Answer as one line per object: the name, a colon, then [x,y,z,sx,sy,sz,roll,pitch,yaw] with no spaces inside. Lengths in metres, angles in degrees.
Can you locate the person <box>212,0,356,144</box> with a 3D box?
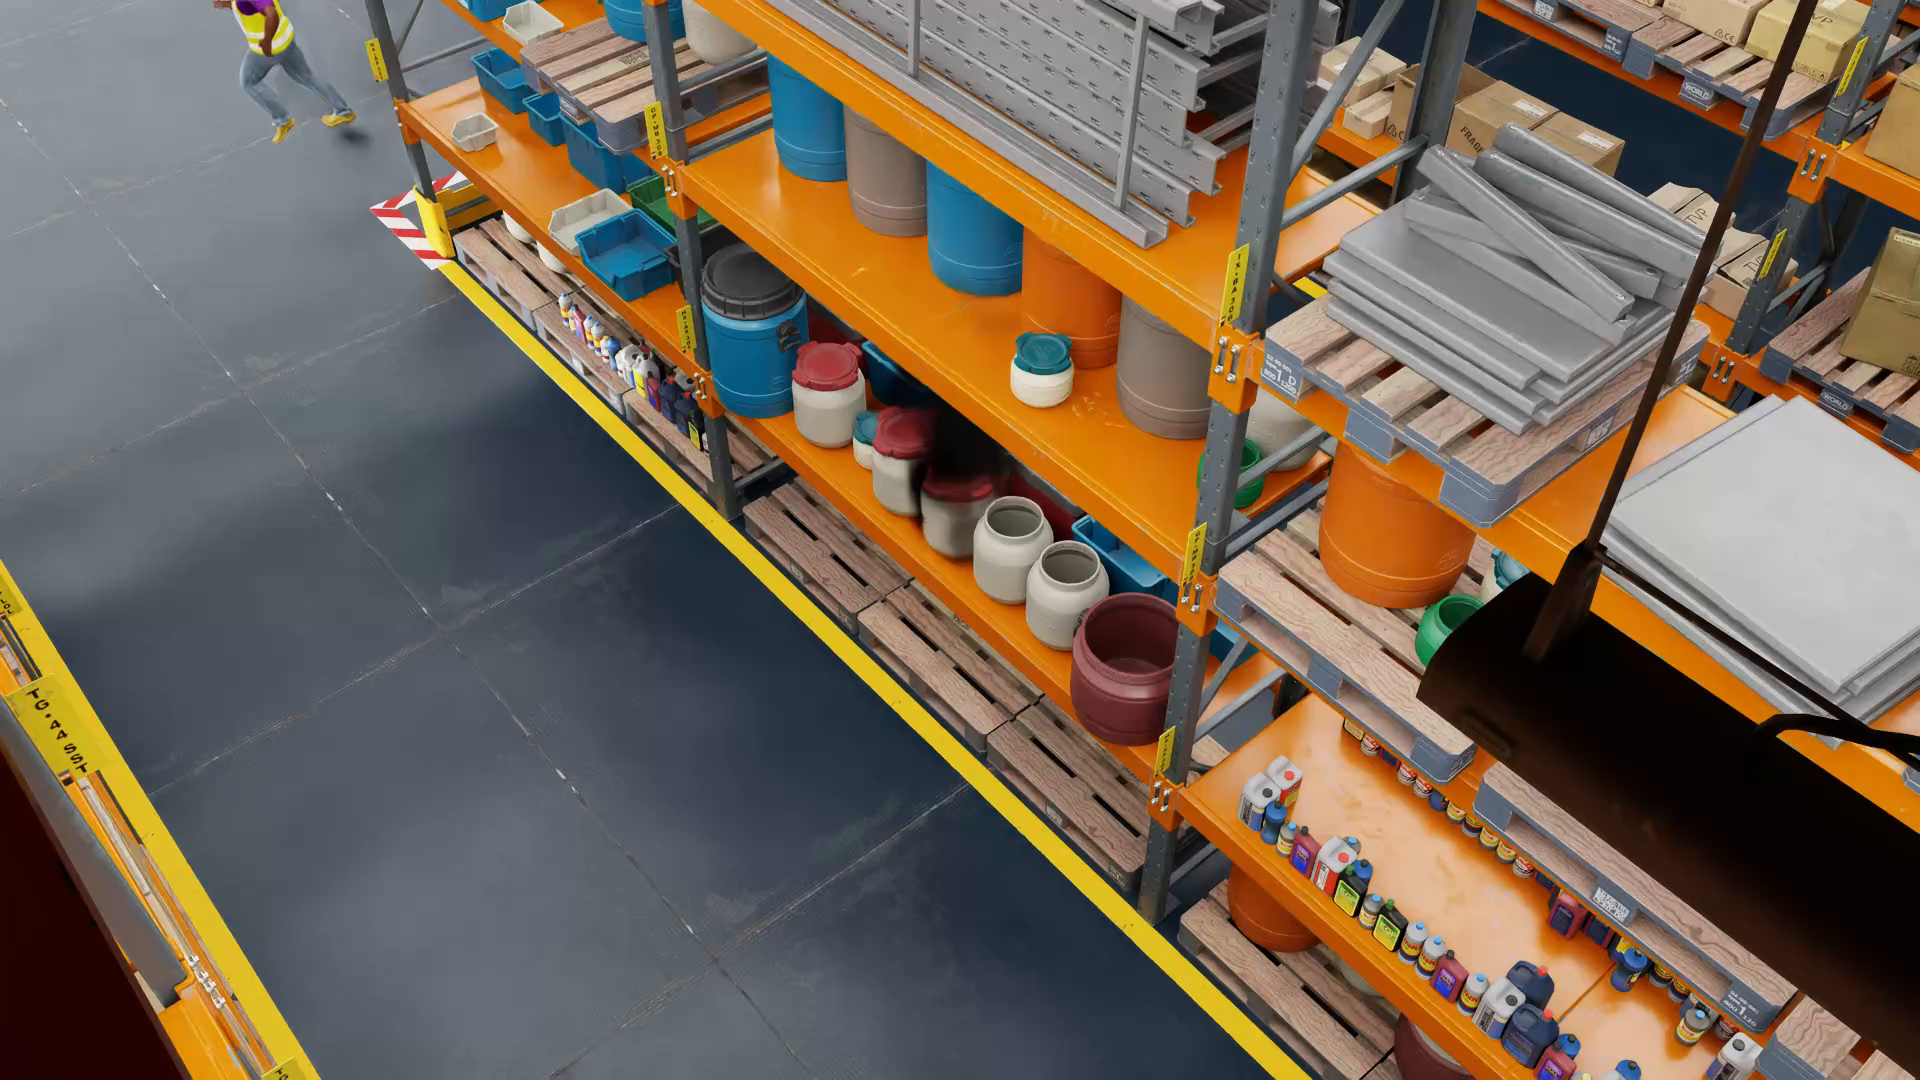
person: [-5.621,-4.048,13.616,0.884,1.795,0.711,2,47,2]
